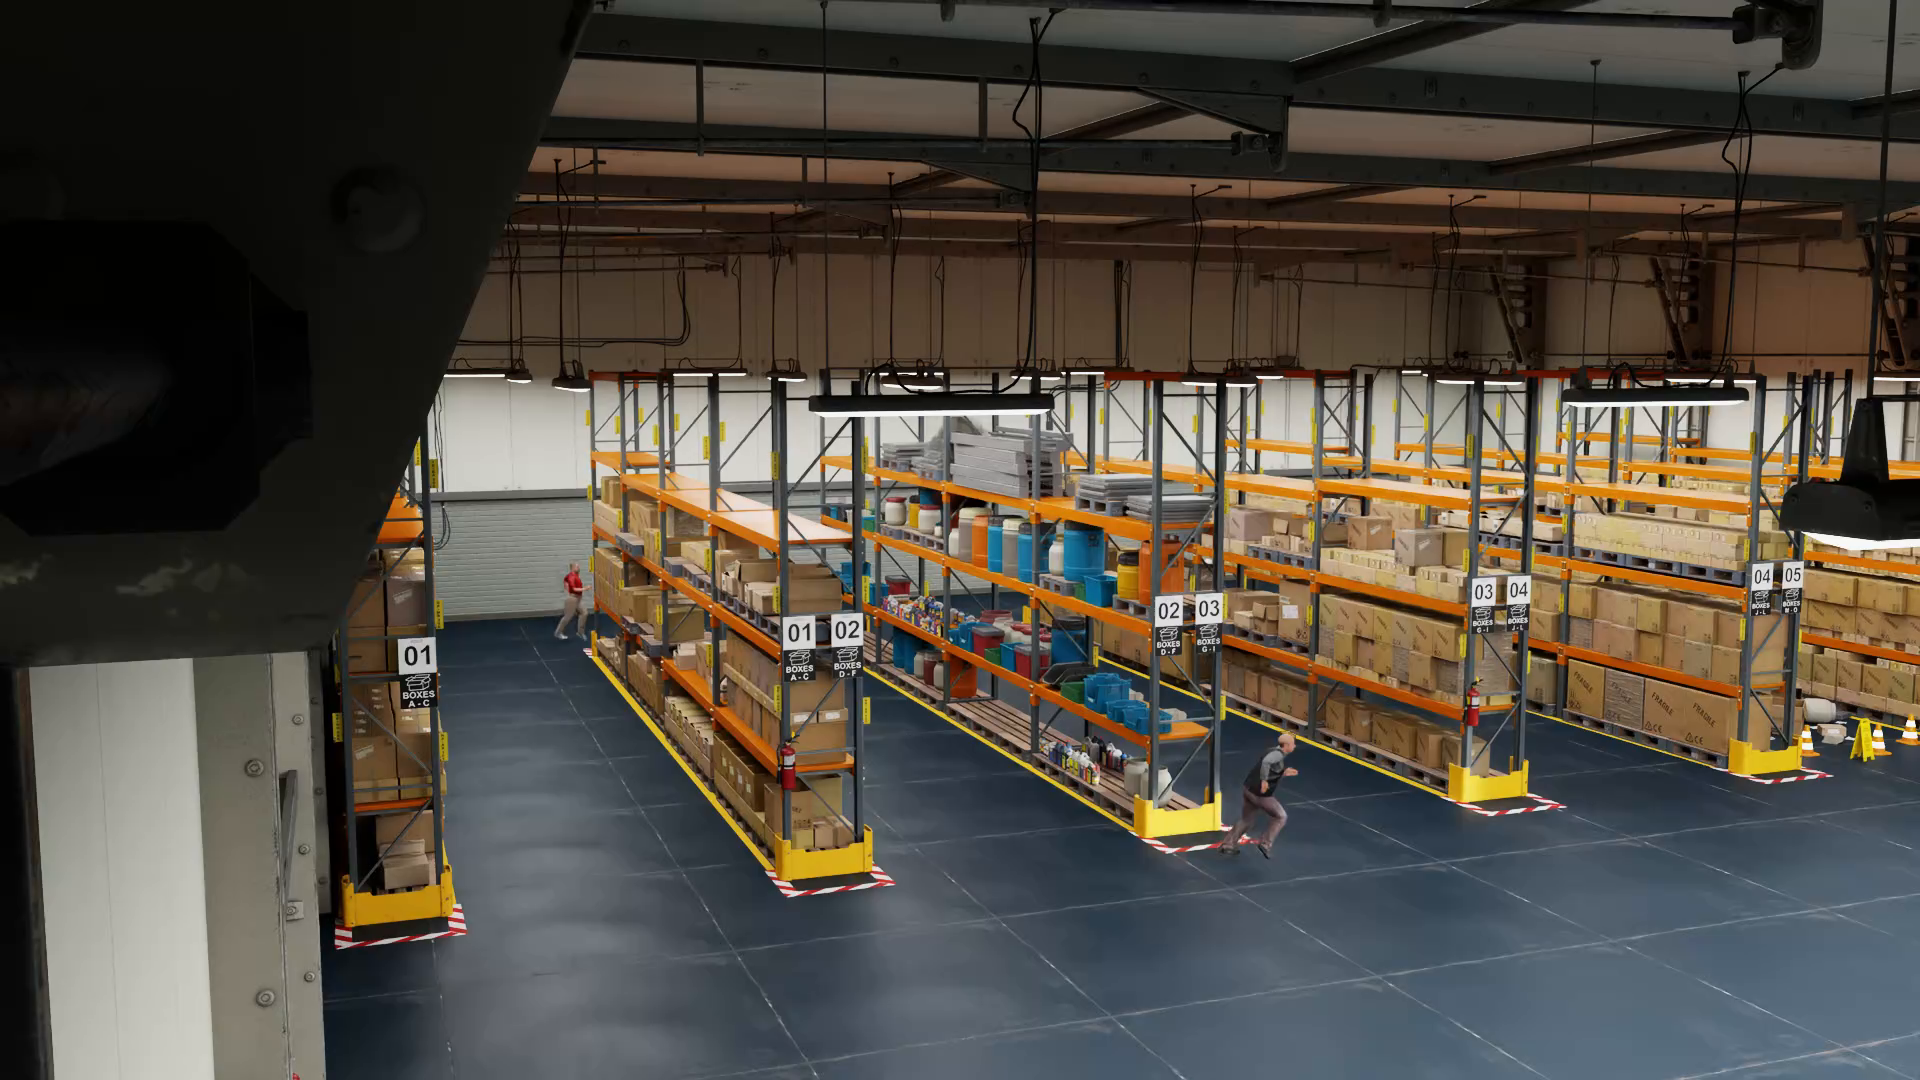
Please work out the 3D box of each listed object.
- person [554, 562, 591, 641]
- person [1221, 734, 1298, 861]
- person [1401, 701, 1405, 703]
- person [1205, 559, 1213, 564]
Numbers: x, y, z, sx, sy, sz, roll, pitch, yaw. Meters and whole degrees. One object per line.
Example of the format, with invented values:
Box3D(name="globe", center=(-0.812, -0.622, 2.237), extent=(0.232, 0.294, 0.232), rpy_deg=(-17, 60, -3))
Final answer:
Box3D(name="person", center=(-8.534, 1.388, 36.707), extent=(0.873, 1.797, 0.634), rpy_deg=(0, 6, -3))
Box3D(name="person", center=(3.764, 3.239, 20.805), extent=(0.981, 1.636, 0.694), rpy_deg=(-1, 6, -5))
Box3D(name="person", center=(8.074, 2.267, 30.456), extent=(0.528, 1.363, 1.002), rpy_deg=(0, 6, -2))
Box3D(name="person", center=(5.597, 1.257, 38.065), extent=(0.654, 1.720, 0.875), rpy_deg=(-2, 7, -15))
